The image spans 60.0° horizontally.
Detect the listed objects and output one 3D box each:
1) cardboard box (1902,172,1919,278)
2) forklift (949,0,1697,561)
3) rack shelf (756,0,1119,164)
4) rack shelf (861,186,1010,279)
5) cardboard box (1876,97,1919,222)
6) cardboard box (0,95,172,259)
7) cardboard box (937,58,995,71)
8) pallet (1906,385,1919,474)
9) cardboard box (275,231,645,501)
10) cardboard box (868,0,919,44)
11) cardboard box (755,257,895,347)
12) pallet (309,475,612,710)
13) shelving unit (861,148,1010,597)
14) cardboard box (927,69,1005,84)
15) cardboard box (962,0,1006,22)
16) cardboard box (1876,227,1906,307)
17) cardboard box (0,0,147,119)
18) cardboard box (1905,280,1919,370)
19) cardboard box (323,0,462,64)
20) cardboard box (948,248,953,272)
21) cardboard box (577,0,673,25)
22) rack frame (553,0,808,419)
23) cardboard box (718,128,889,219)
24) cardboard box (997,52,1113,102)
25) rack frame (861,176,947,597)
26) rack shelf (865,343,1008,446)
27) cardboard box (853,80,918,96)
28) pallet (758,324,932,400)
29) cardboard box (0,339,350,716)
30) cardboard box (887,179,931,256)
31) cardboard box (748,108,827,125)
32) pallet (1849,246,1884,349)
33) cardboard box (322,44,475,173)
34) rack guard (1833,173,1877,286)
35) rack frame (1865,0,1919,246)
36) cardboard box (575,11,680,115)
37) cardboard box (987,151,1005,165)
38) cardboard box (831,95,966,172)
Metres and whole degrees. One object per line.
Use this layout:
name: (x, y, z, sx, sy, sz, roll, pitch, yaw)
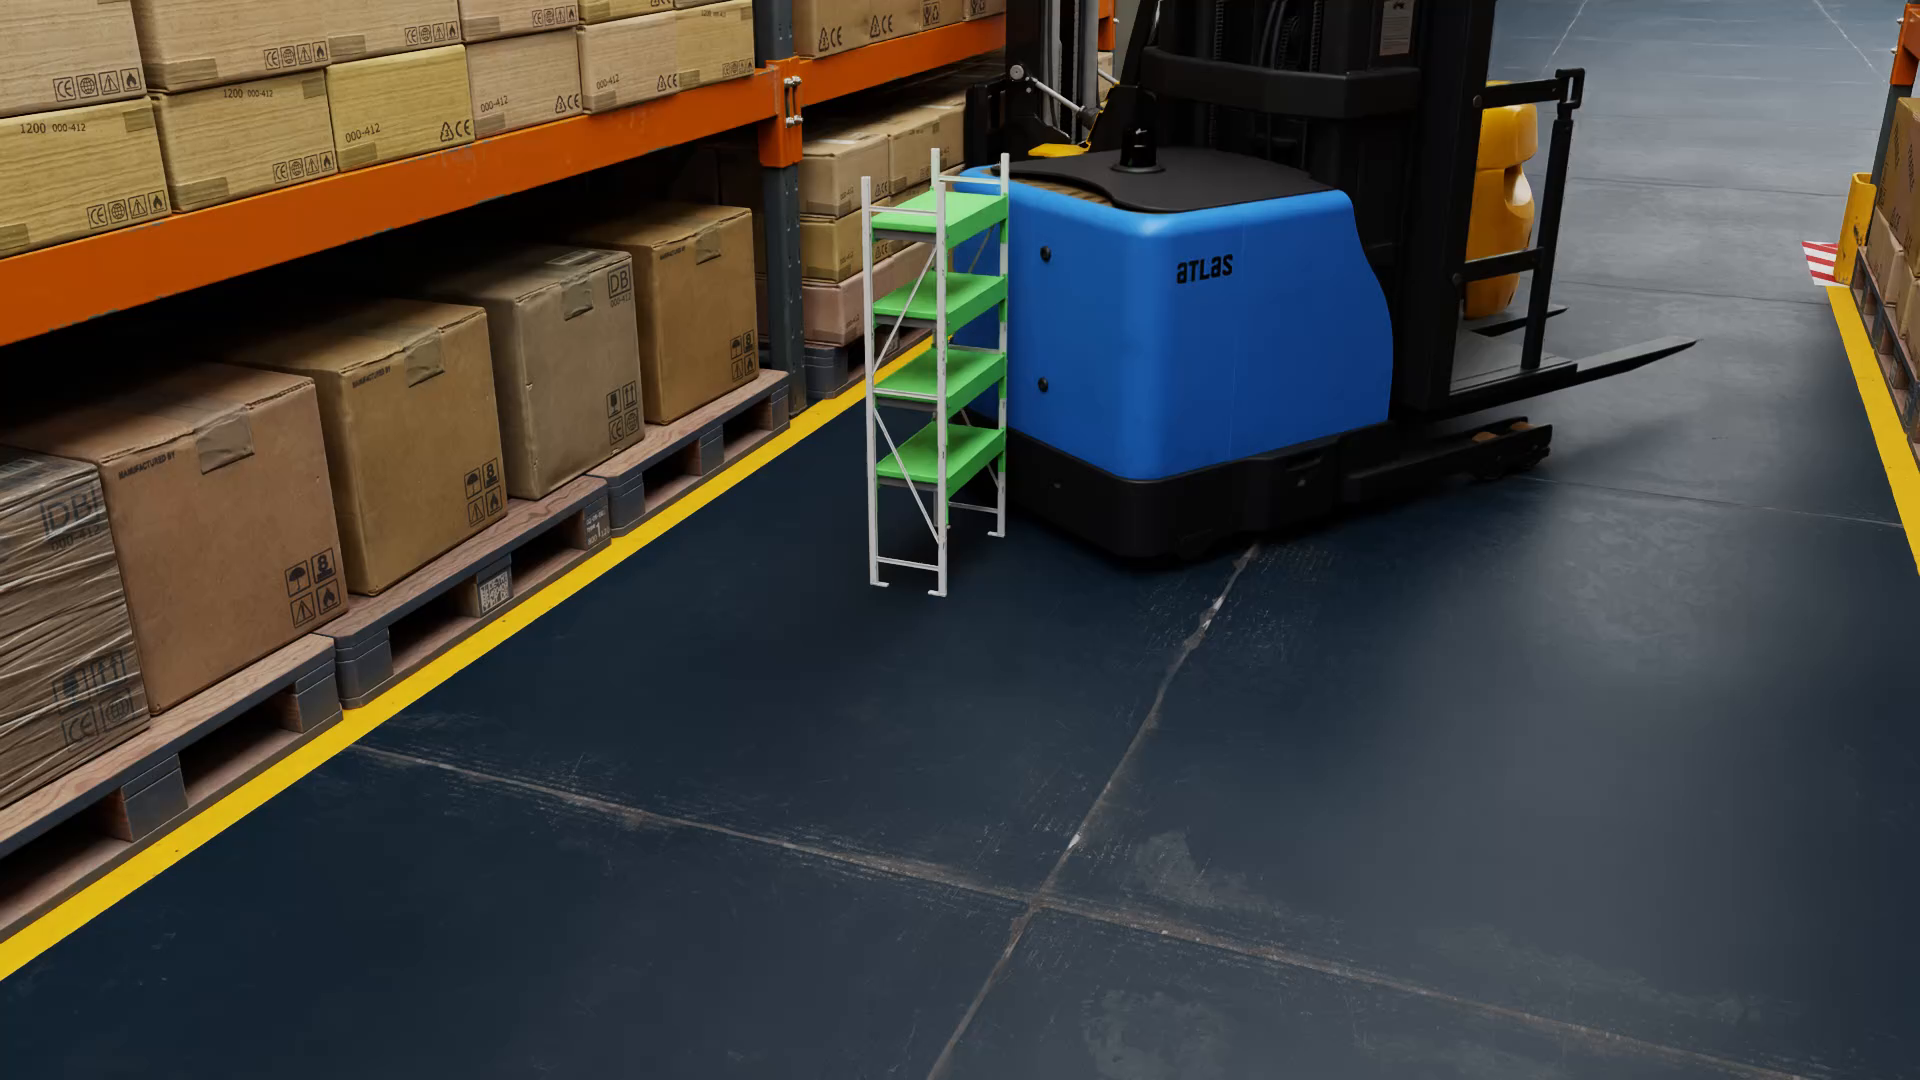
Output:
cardboard box: (4.067, -1.311, 6.547, 0.500, 0.500, 0.500, 9, 24, 21)
forklift: (1.468, -1.712, 5.545, 3.031, 2.935, 1.130, -15, 27, -31)
rack shelf: (-0.337, -2.326, 7.859, 1.077, 0.370, 4.000, 9, 24, 20)
rack shelf: (-0.061, -0.878, 4.717, 0.258, 0.148, 0.480, 9, 24, 20)
cardboard box: (4.451, -1.677, 7.423, 0.500, 0.500, 0.500, 8, 24, 18)
cardboard box: (-1.983, -0.744, 3.334, 0.500, 0.250, 0.500, 8, 24, 19)
cardboard box: (-0.131, -2.435, 8.914, 0.500, 0.250, 0.500, 9, 24, 20)
pallet: (3.746, -0.191, 5.434, 1.003, 0.211, 1.213, 9, 24, 20)
cardboard box: (-1.559, -0.575, 5.271, 0.875, 0.625, 0.625, 9, 24, 20)
cardboard box: (-0.495, -2.298, 6.730, 0.500, 0.500, 0.500, 9, 24, 21)
cardboard box: (-0.593, -0.992, 6.757, 0.500, 0.250, 0.500, 9, 24, 21)
pallet: (-1.769, 0.052, 4.851, 1.003, 0.211, 1.213, 9, 24, 20)
shelving unit: (-0.061, -0.494, 4.877, 0.258, 1.200, 0.503, 9, 24, 20)
cardboard box: (0.162, -2.185, 8.314, 0.500, 0.250, 0.500, 9, 24, 21)
cardboard box: (-0.101, -2.656, 7.588, 0.500, 0.500, 0.500, 9, 24, 20)
cardboard box: (4.262, -1.158, 7.154, 0.500, 0.250, 0.500, 10, 25, 22)
cardboard box: (-1.987, -0.975, 3.238, 0.500, 0.250, 0.500, 10, 25, 22)
cardboard box: (3.881, -0.781, 6.250, 0.500, 0.250, 0.500, 9, 24, 21)
cardboard box: (-1.610, -1.346, 4.126, 0.500, 0.250, 0.500, 9, 24, 21)
cardboard box: (-0.243, -1.362, 7.643, 0.500, 0.250, 0.500, 9, 24, 21)
cardboard box: (-1.210, -1.706, 4.988, 0.500, 0.250, 0.500, 8, 24, 19)
rack frame: (-1.080, -1.942, 6.007, 1.000, 3.000, 0.127, 9, 24, 20)
cardboard box: (-0.609, -1.456, 6.570, 0.500, 0.250, 0.500, 8, 24, 19)
cardboard box: (0.524, -2.550, 9.189, 0.500, 0.250, 0.500, 10, 25, 22)
rack frame: (-0.152, -0.407, 4.668, 0.240, 1.200, 0.015, 9, 24, 20)
rack shelf: (-0.061, -0.435, 4.902, 0.258, 0.148, 0.480, 9, 24, 20)
cardboard box: (-0.523, -2.076, 8.053, 0.500, 0.250, 0.500, 8, 24, 19)
pallet: (-0.746, -0.934, 7.211, 1.003, 0.211, 1.213, 9, 24, 20)
cardboard box: (-2.086, -0.065, 4.049, 0.875, 0.625, 0.625, 10, 25, 22)
cardboard box: (-0.429, -1.407, 7.100, 0.500, 0.250, 0.500, 9, 24, 20)
cardboard box: (-0.903, -1.715, 7.190, 0.500, 0.250, 0.500, 8, 24, 19)
pallet: (4.653, -1.064, 7.524, 1.003, 0.211, 1.213, 9, 24, 20)
cardboard box: (-1.604, -1.115, 4.222, 0.500, 0.250, 0.500, 10, 25, 22)
rack guard: (4.987, -1.483, 8.152, 1.175, 0.500, 0.348, 9, 24, 20)
rack frame: (5.015, -2.664, 7.736, 1.000, 3.000, 0.127, 9, 24, 20)
cardboard box: (-1.206, -1.474, 5.082, 0.500, 0.250, 0.500, 9, 24, 20)
cardboard box: (-0.043, -1.766, 7.959, 0.500, 0.250, 0.500, 9, 24, 20)
cardboard box: (-0.236, -1.818, 7.435, 0.500, 0.250, 0.500, 10, 25, 22)
